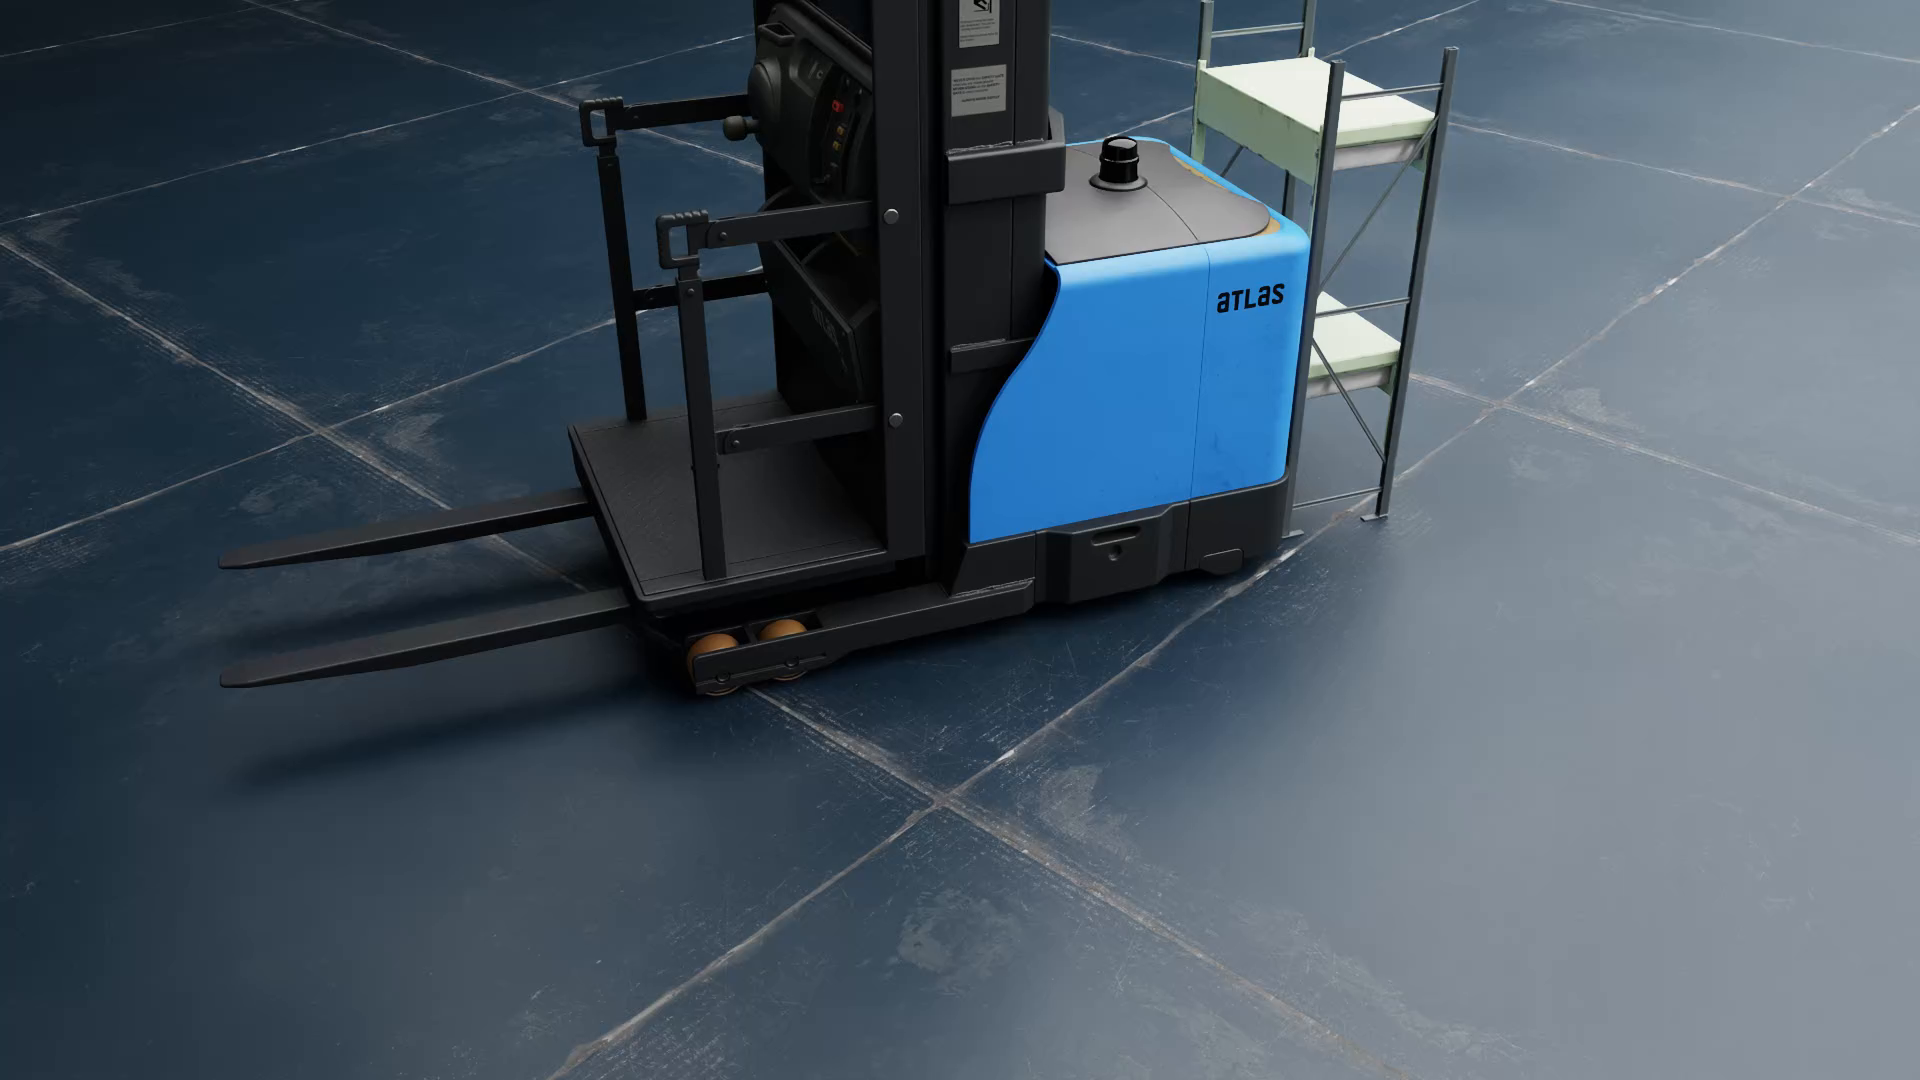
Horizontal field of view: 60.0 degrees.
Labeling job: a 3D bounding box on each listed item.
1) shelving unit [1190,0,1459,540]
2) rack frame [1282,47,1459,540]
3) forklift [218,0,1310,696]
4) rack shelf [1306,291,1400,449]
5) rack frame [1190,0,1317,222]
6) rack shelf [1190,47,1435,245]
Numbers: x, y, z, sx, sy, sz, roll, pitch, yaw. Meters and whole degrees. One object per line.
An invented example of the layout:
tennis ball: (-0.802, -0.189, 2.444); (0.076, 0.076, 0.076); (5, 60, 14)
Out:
shelving unit: (1.059, -0.861, 5.225); (0.431, 1.500, 0.755); (-11, 33, -18)
rack frame: (1.192, -0.685, 4.933); (0.400, 1.500, 0.023); (-11, 33, -18)
forklift: (-0.581, -1.139, 4.300); (3.031, 2.935, 1.130); (-11, 33, -18)
rack shelf: (1.059, -0.581, 5.393); (0.431, 0.370, 0.720); (-11, 33, -18)
rack frame: (0.926, -1.036, 5.517); (0.400, 1.500, 0.023); (-11, 33, -18)
rack shelf: (1.059, -1.195, 5.024); (0.431, 0.370, 0.720); (-11, 33, -18)
